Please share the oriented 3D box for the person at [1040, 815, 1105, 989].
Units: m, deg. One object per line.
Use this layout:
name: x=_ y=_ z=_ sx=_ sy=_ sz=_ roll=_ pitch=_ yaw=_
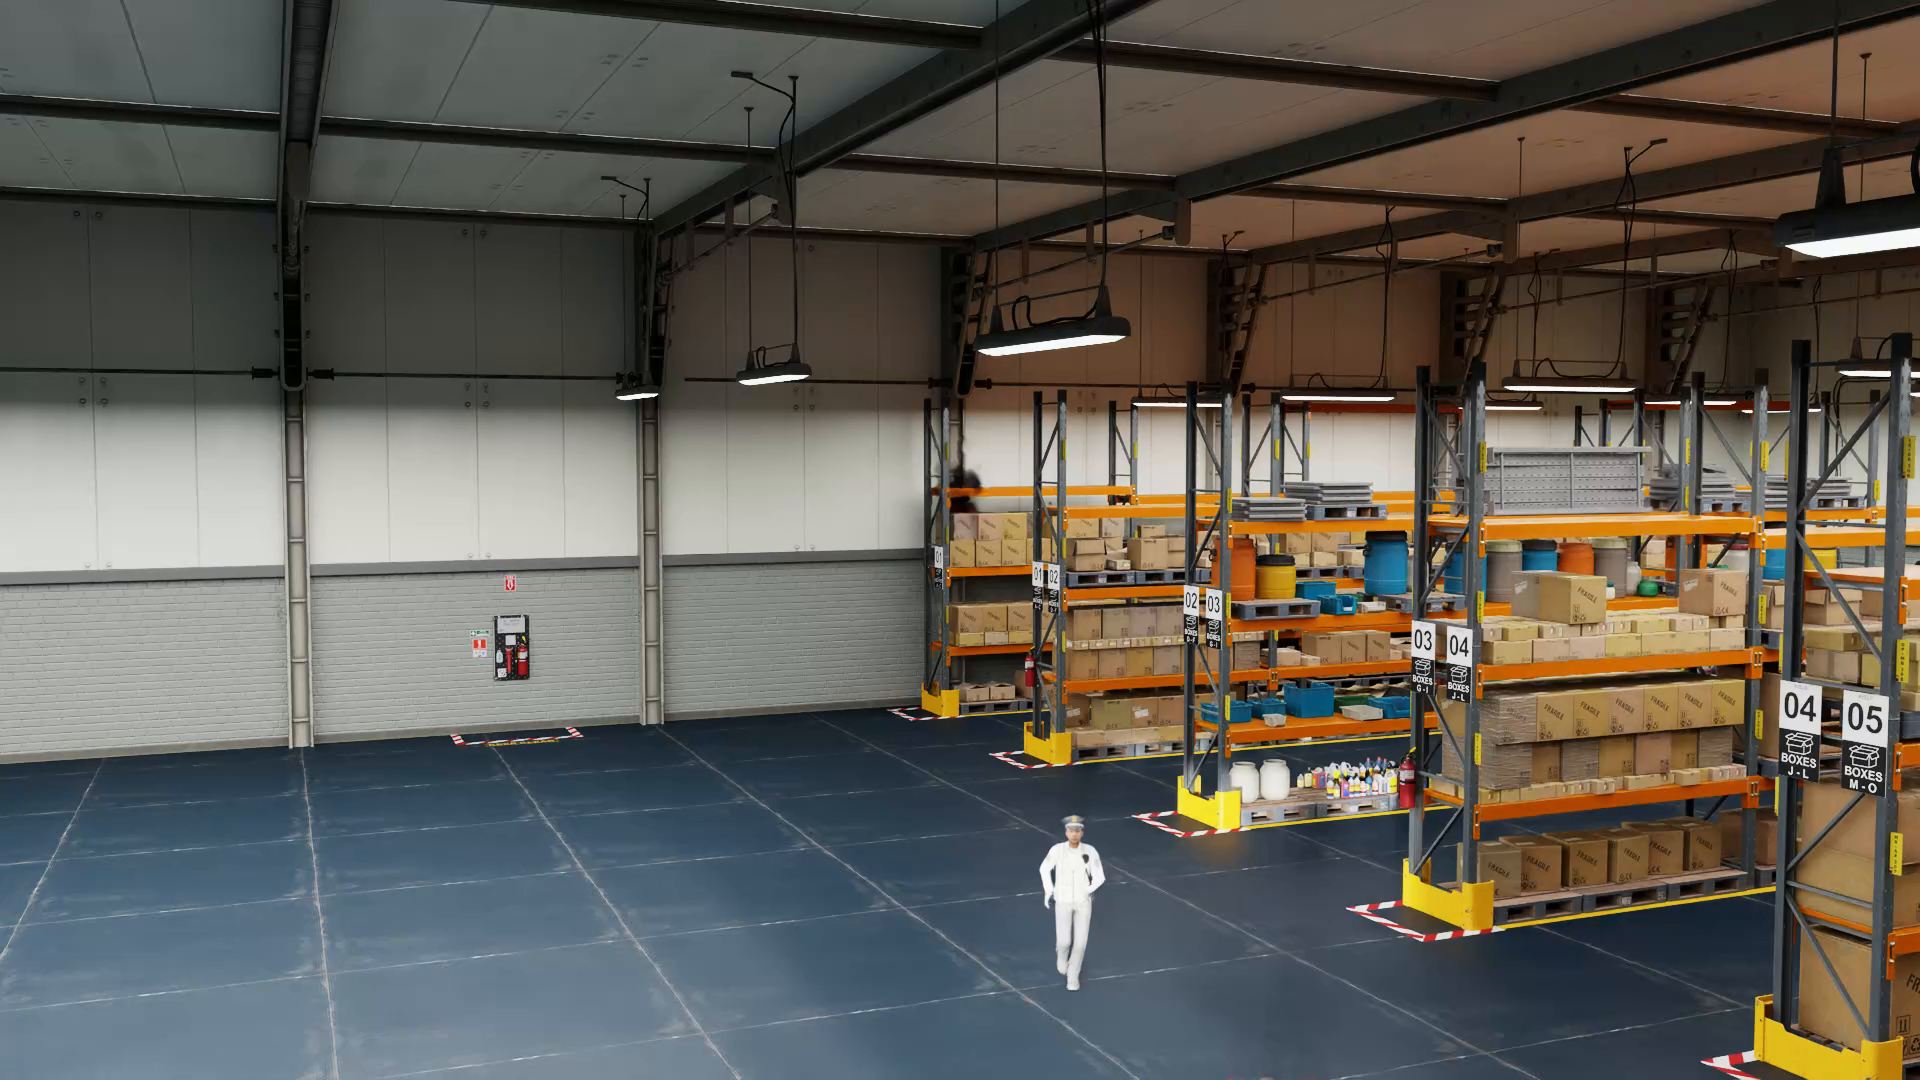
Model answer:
person: x=1.063 y=3.414 z=15.669 sx=0.608 sy=1.656 sz=0.540 roll=0 pitch=3 yaw=2
